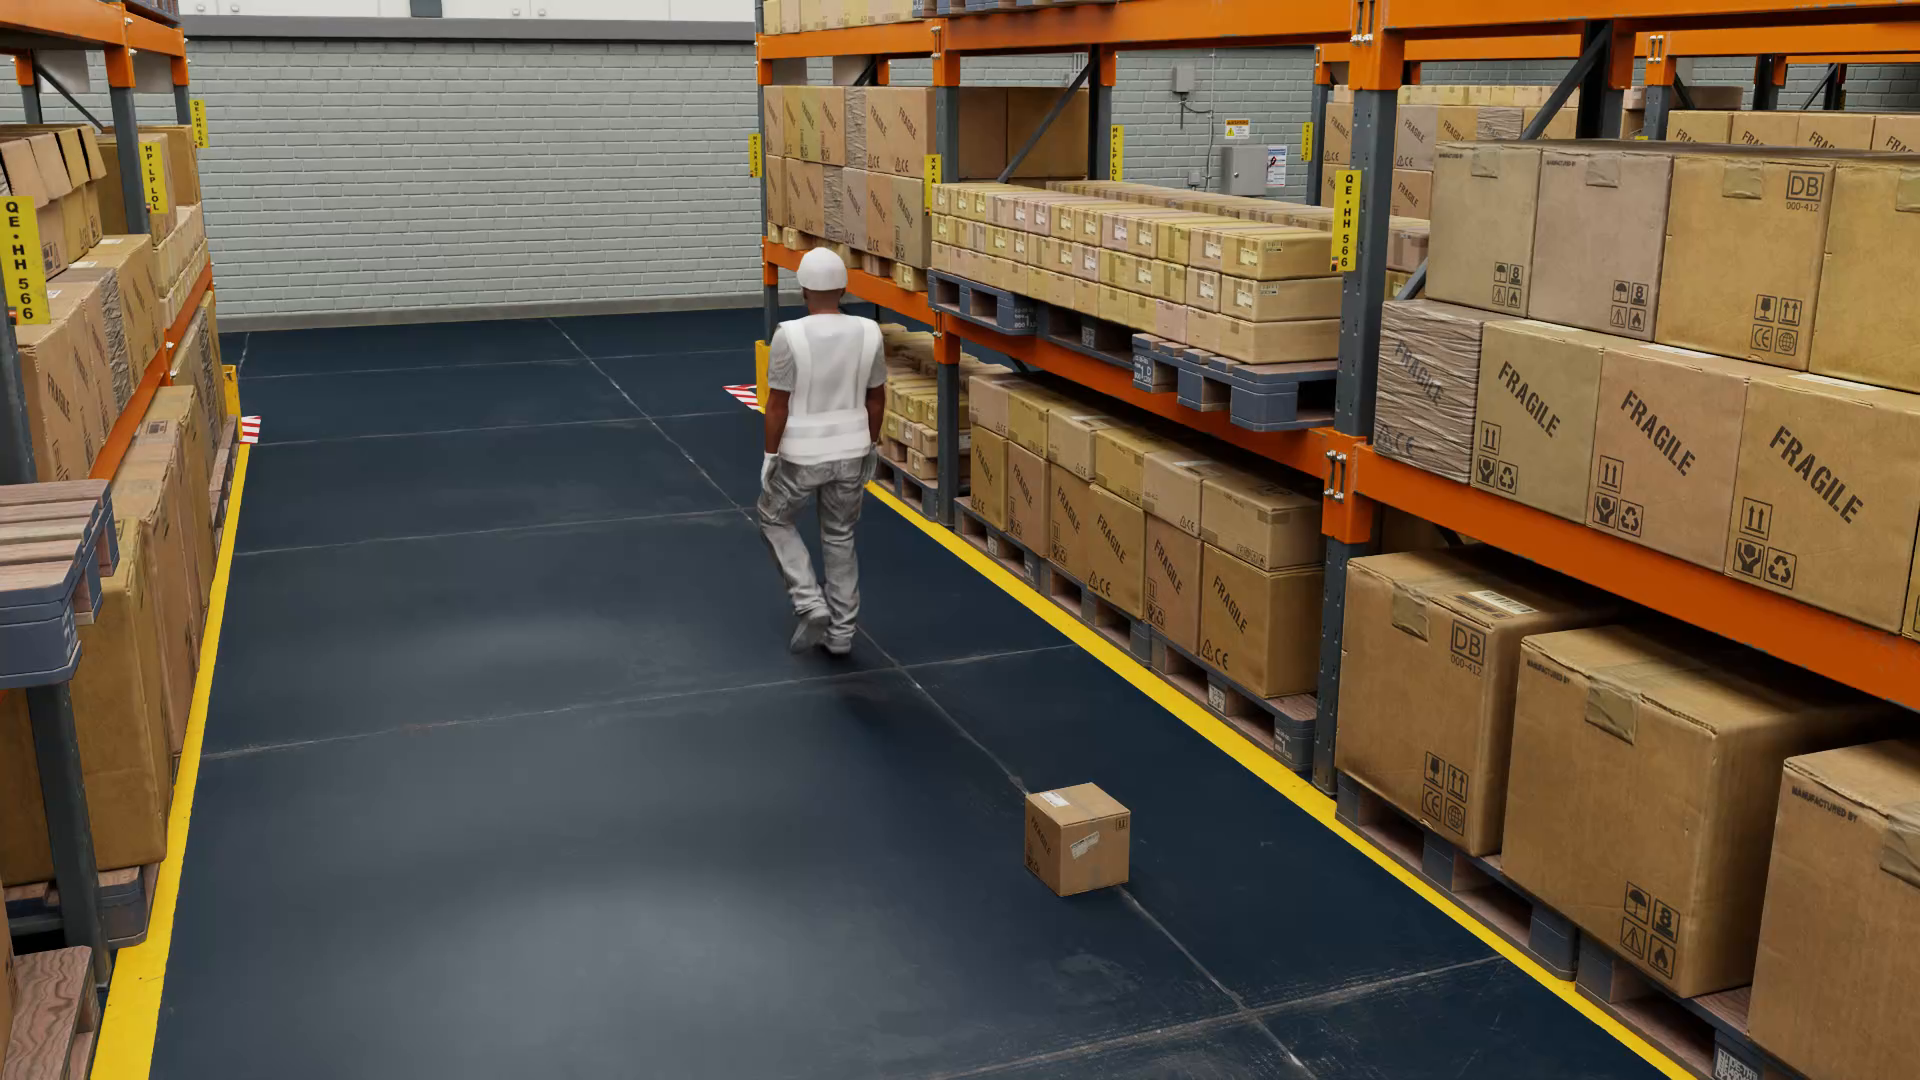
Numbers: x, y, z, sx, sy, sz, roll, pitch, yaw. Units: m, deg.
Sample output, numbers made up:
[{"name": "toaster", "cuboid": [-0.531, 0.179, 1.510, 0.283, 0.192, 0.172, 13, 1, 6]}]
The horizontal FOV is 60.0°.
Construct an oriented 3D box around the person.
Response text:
[{"name": "person", "cuboid": [-0.634, -0.379, 7.280, 0.592, 1.803, 0.455, -8, 17, -26]}]
